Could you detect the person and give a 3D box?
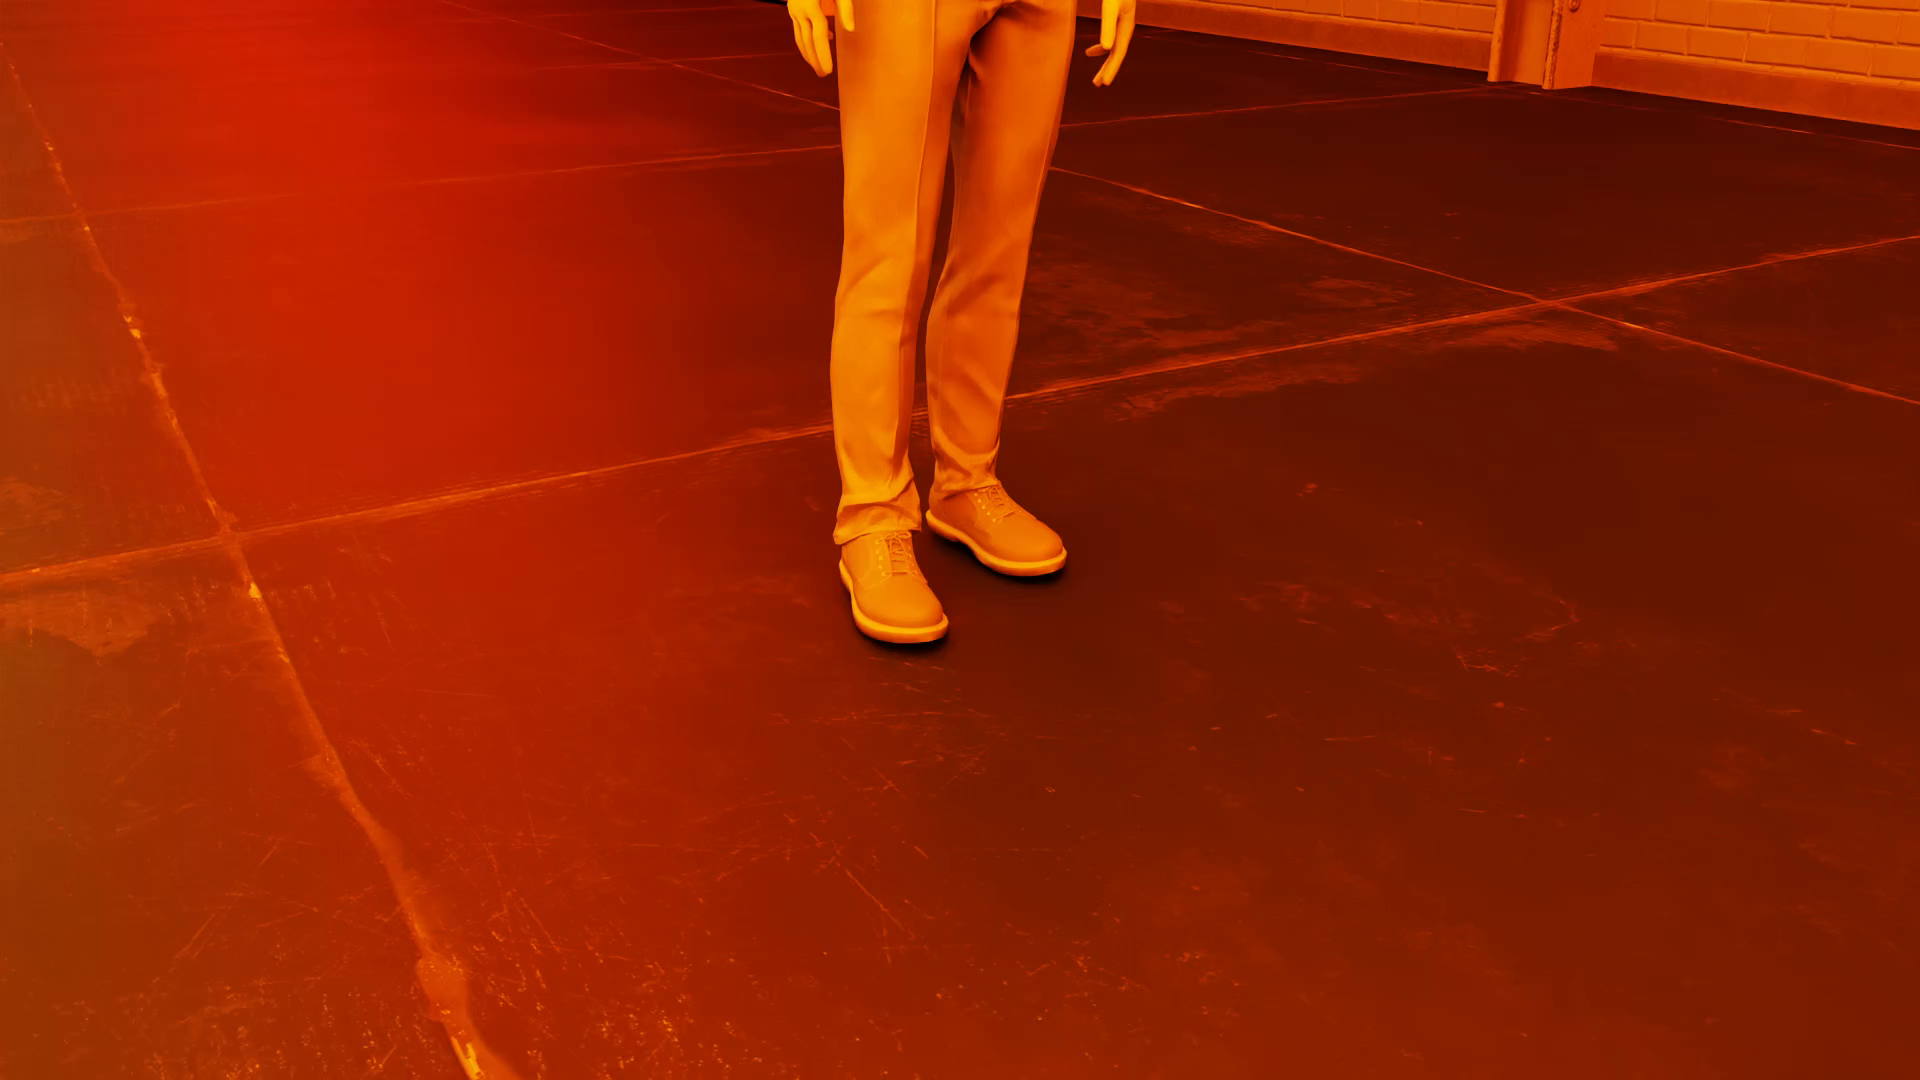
[{"bbox_3d":[0.029,-0.767,2.252,0.586,1.694,0.530,-12,25,-28],"label":"person"}]
